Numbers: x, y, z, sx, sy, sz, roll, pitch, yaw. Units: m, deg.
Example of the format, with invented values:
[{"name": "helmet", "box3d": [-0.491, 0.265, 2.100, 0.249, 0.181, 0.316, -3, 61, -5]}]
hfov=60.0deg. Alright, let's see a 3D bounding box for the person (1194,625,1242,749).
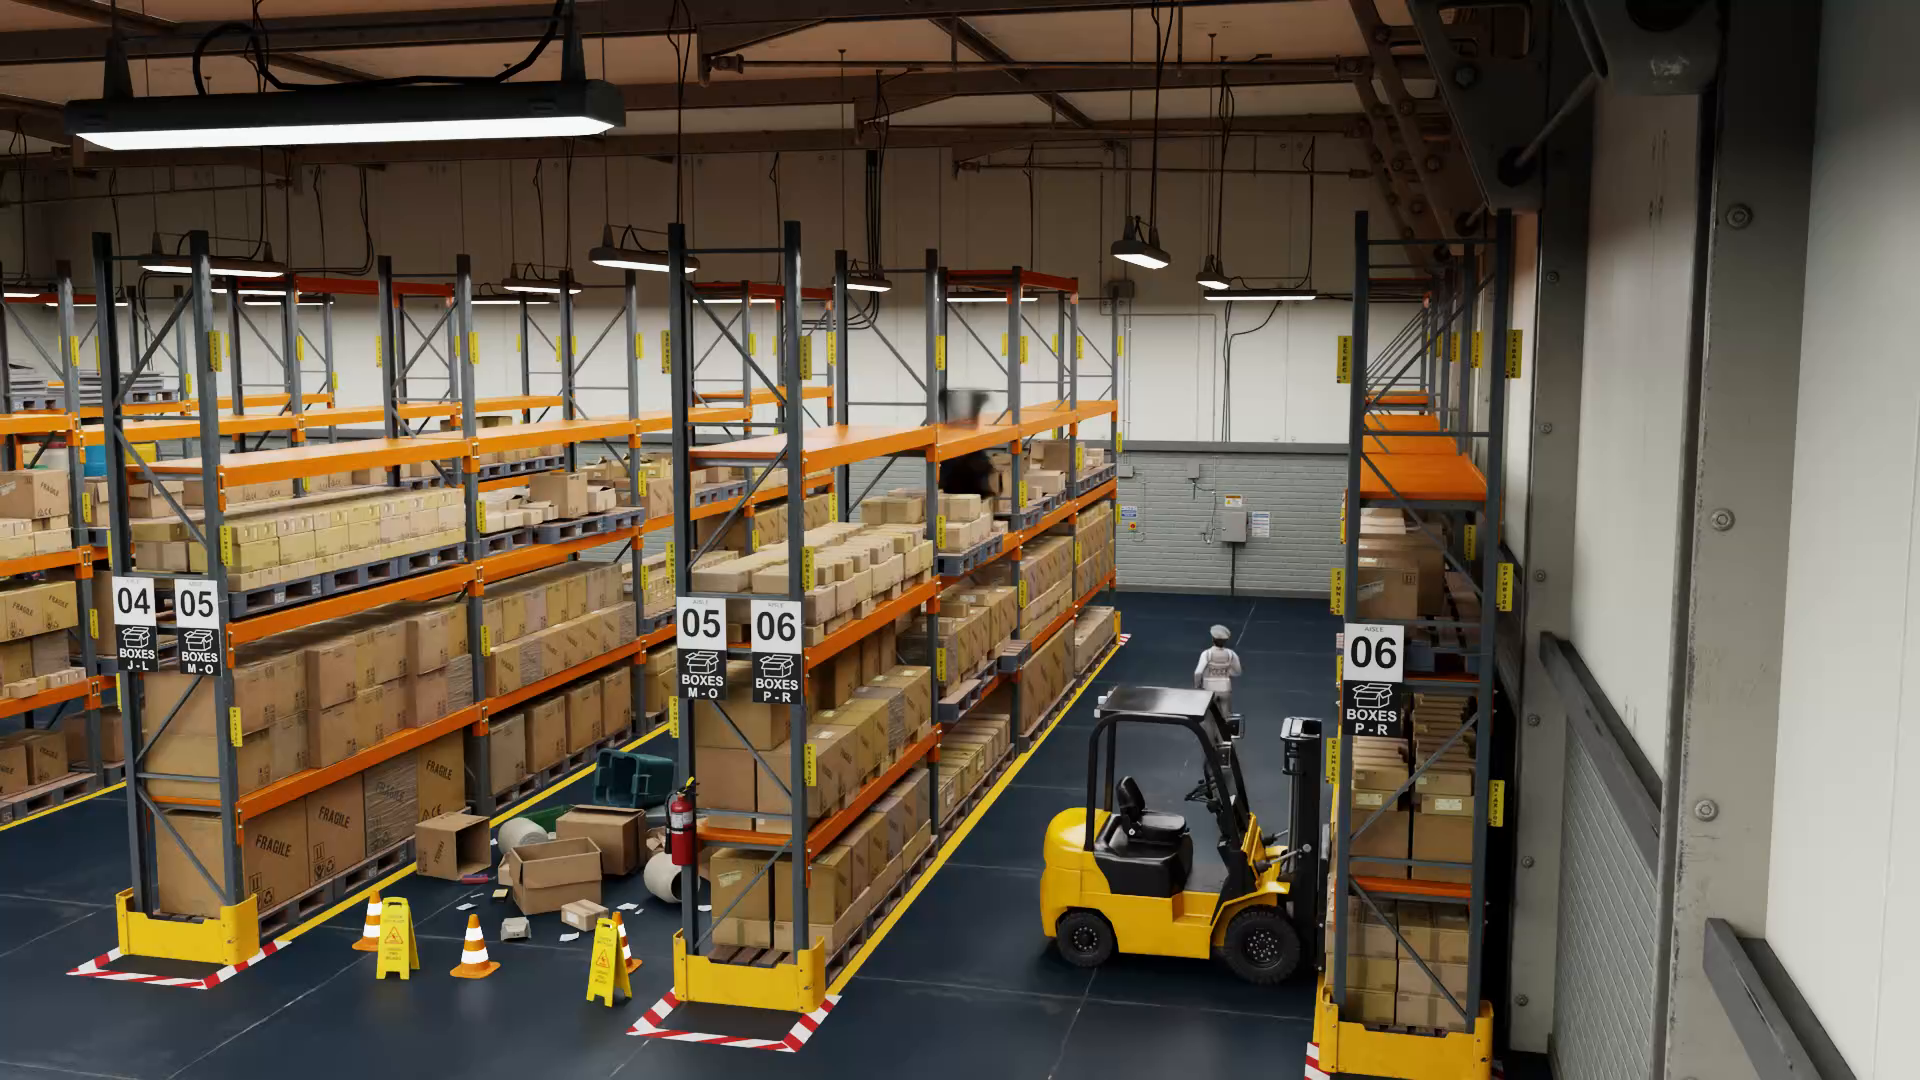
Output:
[{"name": "person", "box3d": [3.136, 1.859, 20.269, 0.610, 1.666, 0.870, 0, 7, 1]}]
